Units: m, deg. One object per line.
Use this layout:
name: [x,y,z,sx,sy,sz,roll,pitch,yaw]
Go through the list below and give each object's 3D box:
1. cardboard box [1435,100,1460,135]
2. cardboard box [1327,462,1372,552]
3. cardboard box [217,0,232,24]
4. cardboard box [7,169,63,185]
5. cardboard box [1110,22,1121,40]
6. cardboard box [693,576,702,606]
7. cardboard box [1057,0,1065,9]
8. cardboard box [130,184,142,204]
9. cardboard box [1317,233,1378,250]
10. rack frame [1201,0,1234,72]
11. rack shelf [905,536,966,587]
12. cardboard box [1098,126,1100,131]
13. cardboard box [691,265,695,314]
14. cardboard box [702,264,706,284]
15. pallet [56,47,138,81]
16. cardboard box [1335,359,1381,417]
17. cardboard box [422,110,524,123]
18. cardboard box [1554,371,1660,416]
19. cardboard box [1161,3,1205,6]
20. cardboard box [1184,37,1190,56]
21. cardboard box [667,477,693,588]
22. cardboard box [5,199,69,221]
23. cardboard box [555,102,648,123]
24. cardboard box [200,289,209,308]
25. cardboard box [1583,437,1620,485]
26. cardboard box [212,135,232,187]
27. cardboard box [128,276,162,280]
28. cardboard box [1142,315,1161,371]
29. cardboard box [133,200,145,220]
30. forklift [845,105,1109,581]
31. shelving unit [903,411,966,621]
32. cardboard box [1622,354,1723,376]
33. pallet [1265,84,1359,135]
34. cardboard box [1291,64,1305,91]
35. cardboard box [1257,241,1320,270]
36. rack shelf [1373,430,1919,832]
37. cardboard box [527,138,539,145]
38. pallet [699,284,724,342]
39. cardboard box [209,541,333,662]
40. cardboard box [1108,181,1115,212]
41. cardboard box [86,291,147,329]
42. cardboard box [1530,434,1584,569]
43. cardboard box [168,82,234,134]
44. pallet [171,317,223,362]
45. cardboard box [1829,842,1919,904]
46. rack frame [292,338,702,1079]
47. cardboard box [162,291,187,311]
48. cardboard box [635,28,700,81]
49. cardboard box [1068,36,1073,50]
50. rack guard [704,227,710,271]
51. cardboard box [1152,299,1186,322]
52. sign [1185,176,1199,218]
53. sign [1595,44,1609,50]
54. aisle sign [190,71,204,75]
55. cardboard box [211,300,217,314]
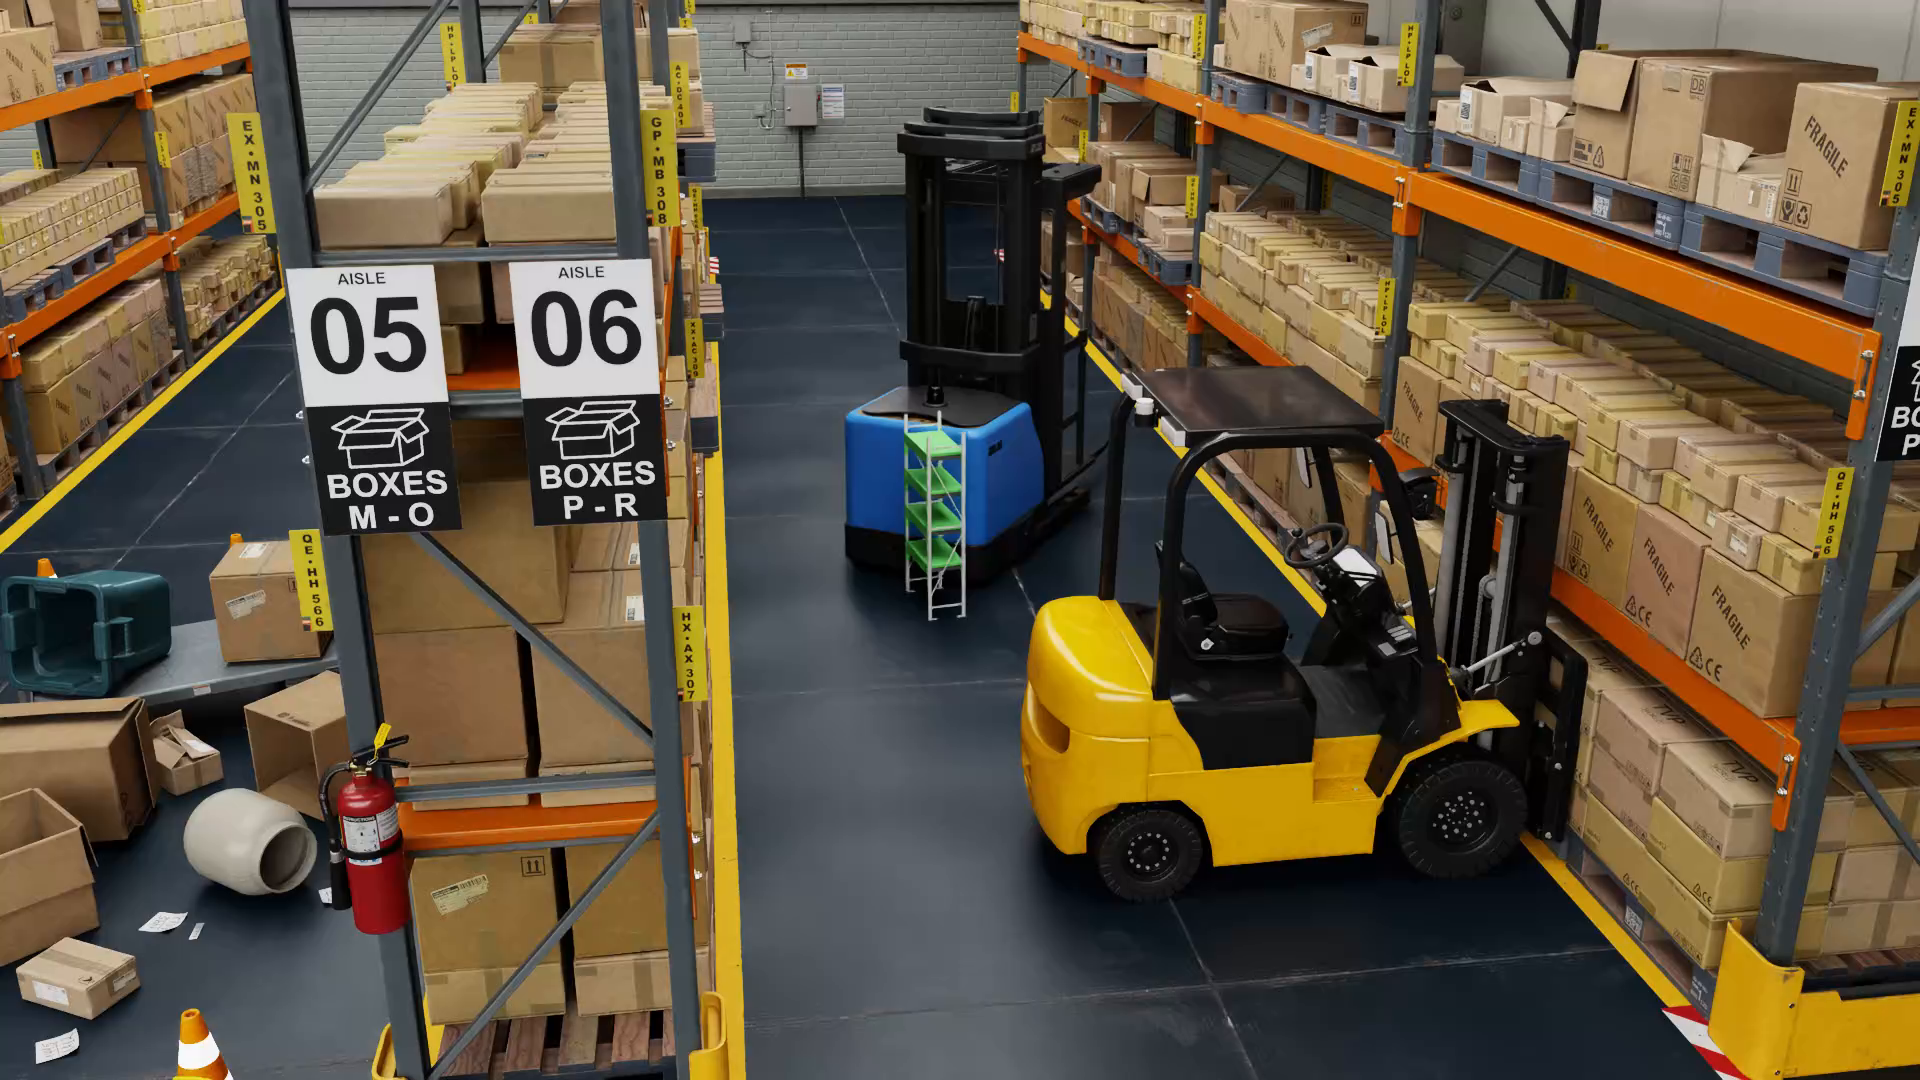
cardboard box: [2.710,-2.205,8.661,0.380,0.149,0.250,-2,21,-7]
cardboard box: [2.860,-0.109,10.514,0.875,0.625,0.625,-2,21,-5]
cardboard box: [-8.186,-5.708,17.926,0.500,0.250,0.500,-3,21,-9]
cardboard box: [-8.400,-3.276,15.109,0.380,0.149,0.250,-2,21,-5]
cardboard box: [1.592,-4.668,15.257,0.380,0.149,0.250,-3,21,-8]
cardboard box: [-1.539,0.515,8.309,0.500,0.500,0.500,-3,21,-7]
cardboard box: [1.335,-5.837,17.844,0.500,0.250,0.500,-3,21,-7]
cardboard box: [-7.749,-3.169,15.246,0.380,0.149,0.250,-2,21,-6]
cardboard box: [2.807,-2.124,12.046,0.380,0.149,0.250,-3,21,-8]
rack frame: [2.370,-5.040,12.348,1.000,3.000,0.127,-3,21,-8]
rack shelf: [-0.159,0.130,10.521,0.258,0.148,0.480,-7,21,-17]
cardboard box: [1.545,-4.922,20.398,0.500,0.250,0.500,-2,21,-6]
cardboard box: [-1.822,-1.326,9.811,0.500,0.500,0.500,-3,21,-8]
cardboard box: [-3.103,-2.582,17.404,0.875,0.438,0.875,-3,21,-9]
pallet: [-8.019,-4.176,14.592,1.213,0.211,1.003,-3,21,-8]
cardboard box: [2.615,-0.935,10.148,0.500,0.250,0.500,-2,21,-7]
cardboard box: [-2.001,-1.680,6.860,0.380,0.149,0.250,-3,21,-9]
cardboard box: [3.016,-0.682,7.759,0.380,0.149,0.250,-3,21,-8]
cardboard box: [2.084,-4.922,15.511,0.380,0.149,0.250,-2,21,-6]
cardboard box: [2.050,-4.045,13.616,0.380,0.149,0.250,-2,21,-7]
cardboard box: [-1.335,0.072,6.667,0.500,0.500,0.500,-3,21,-9]
cardboard box: [-7.491,-2.676,13.501,0.380,0.149,0.250,-2,21,-6]
cardboard box: [-1.538,-1.795,7.168,0.380,0.149,0.250,-3,21,-9]
cardboard box: [-7.970,-2.479,17.117,0.380,0.149,0.250,-4,21,-11]
cardboard box: [2.986,-0.359,7.320,0.380,0.149,0.250,-3,21,-7]
cardboard box: [-8.046,-3.980,17.516,0.500,0.500,0.500,-2,21,-5]
cardboard box: [-8.390,-2.594,16.998,0.380,0.149,0.250,-2,21,-6]
cardboard box: [1.956,-1.746,15.075,0.500,0.500,0.500,-2,21,-5]
cardboard box: [-7.749,-3.030,15.299,0.380,0.149,0.250,-3,21,-9]
forklift: [0.316,-1.585,11.771,1.130,2.935,3.031,9,22,24]
shelving unit: [-0.159,-0.154,10.414,0.258,1.200,0.503,-7,21,-17]
cardboard box: [3.444,-0.794,8.060,0.380,0.149,0.250,-3,21,-8]
pallet: [2.720,-2.929,11.253,1.003,0.211,1.213,-2,21,-5]
cardboard box: [2.376,-3.008,10.811,0.380,0.149,0.250,-3,21,-8]
cardboard box: [2.321,-2.009,11.737,0.380,0.149,0.250,-2,21,-7]
rack shelf: [3.235,0.185,7.962,1.077,0.370,4.000,-3,21,-8]
cardboard box: [-2.030,-1.549,7.078,0.500,0.250,0.500,-3,21,-7]
pallet: [-2.334,-1.647,12.112,1.213,0.211,1.003,-3,21,-8]
cardboard box: [-3.722,0.324,9.053,0.500,0.500,0.500,-3,21,-8]
cardboard box: [1.614,-3.248,15.716,0.396,0.266,0.258,-2,21,-5]
cardboard box: [-7.584,-2.031,14.768,0.500,0.250,0.500,-2,21,-5]
cardboard box: [2.969,-0.195,7.807,0.500,0.500,0.500,-3,21,-7]
cardboard box: [-8.110,-4.617,17.793,0.500,0.500,0.500,-2,21,-5]
pallet: [-8.134,-2.002,16.776,1.003,0.211,1.213,-3,21,-8]
cardboard box: [3.661,1.224,6.766,0.500,0.250,0.500,-3,21,-7]
rack frame: [-1.389,0.792,5.308,1.000,3.000,0.127,-3,21,-8]
cardboard box: [-7.847,-2.348,16.339,0.380,0.149,0.250,-2,21,-6]
cardboard box: [-1.735,-2.753,9.413,0.500,0.250,0.500,-3,21,-9]
cardboard box: [1.356,-5.275,17.624,0.380,0.149,0.250,-3,21,-8]
rack guard: [-3.698,-3.585,20.600,1.175,0.500,0.348,-3,21,-8]
cardboard box: [1.954,-2.084,15.053,0.380,0.149,0.250,-3,21,-9]
sign: [1.834,-2.704,13.127,0.100,0.325,0.005,-3,21,-8]
sign: [3.495,-2.557,9.137,0.100,0.325,0.005,-3,21,-8]
aisle sign: [-8.886,-5.691,18.951,0.394,0.787,0.004,-3,21,-8]
cardboard box: [-8.022,-2.434,17.420,0.380,0.149,0.250,-4,21,-10]
